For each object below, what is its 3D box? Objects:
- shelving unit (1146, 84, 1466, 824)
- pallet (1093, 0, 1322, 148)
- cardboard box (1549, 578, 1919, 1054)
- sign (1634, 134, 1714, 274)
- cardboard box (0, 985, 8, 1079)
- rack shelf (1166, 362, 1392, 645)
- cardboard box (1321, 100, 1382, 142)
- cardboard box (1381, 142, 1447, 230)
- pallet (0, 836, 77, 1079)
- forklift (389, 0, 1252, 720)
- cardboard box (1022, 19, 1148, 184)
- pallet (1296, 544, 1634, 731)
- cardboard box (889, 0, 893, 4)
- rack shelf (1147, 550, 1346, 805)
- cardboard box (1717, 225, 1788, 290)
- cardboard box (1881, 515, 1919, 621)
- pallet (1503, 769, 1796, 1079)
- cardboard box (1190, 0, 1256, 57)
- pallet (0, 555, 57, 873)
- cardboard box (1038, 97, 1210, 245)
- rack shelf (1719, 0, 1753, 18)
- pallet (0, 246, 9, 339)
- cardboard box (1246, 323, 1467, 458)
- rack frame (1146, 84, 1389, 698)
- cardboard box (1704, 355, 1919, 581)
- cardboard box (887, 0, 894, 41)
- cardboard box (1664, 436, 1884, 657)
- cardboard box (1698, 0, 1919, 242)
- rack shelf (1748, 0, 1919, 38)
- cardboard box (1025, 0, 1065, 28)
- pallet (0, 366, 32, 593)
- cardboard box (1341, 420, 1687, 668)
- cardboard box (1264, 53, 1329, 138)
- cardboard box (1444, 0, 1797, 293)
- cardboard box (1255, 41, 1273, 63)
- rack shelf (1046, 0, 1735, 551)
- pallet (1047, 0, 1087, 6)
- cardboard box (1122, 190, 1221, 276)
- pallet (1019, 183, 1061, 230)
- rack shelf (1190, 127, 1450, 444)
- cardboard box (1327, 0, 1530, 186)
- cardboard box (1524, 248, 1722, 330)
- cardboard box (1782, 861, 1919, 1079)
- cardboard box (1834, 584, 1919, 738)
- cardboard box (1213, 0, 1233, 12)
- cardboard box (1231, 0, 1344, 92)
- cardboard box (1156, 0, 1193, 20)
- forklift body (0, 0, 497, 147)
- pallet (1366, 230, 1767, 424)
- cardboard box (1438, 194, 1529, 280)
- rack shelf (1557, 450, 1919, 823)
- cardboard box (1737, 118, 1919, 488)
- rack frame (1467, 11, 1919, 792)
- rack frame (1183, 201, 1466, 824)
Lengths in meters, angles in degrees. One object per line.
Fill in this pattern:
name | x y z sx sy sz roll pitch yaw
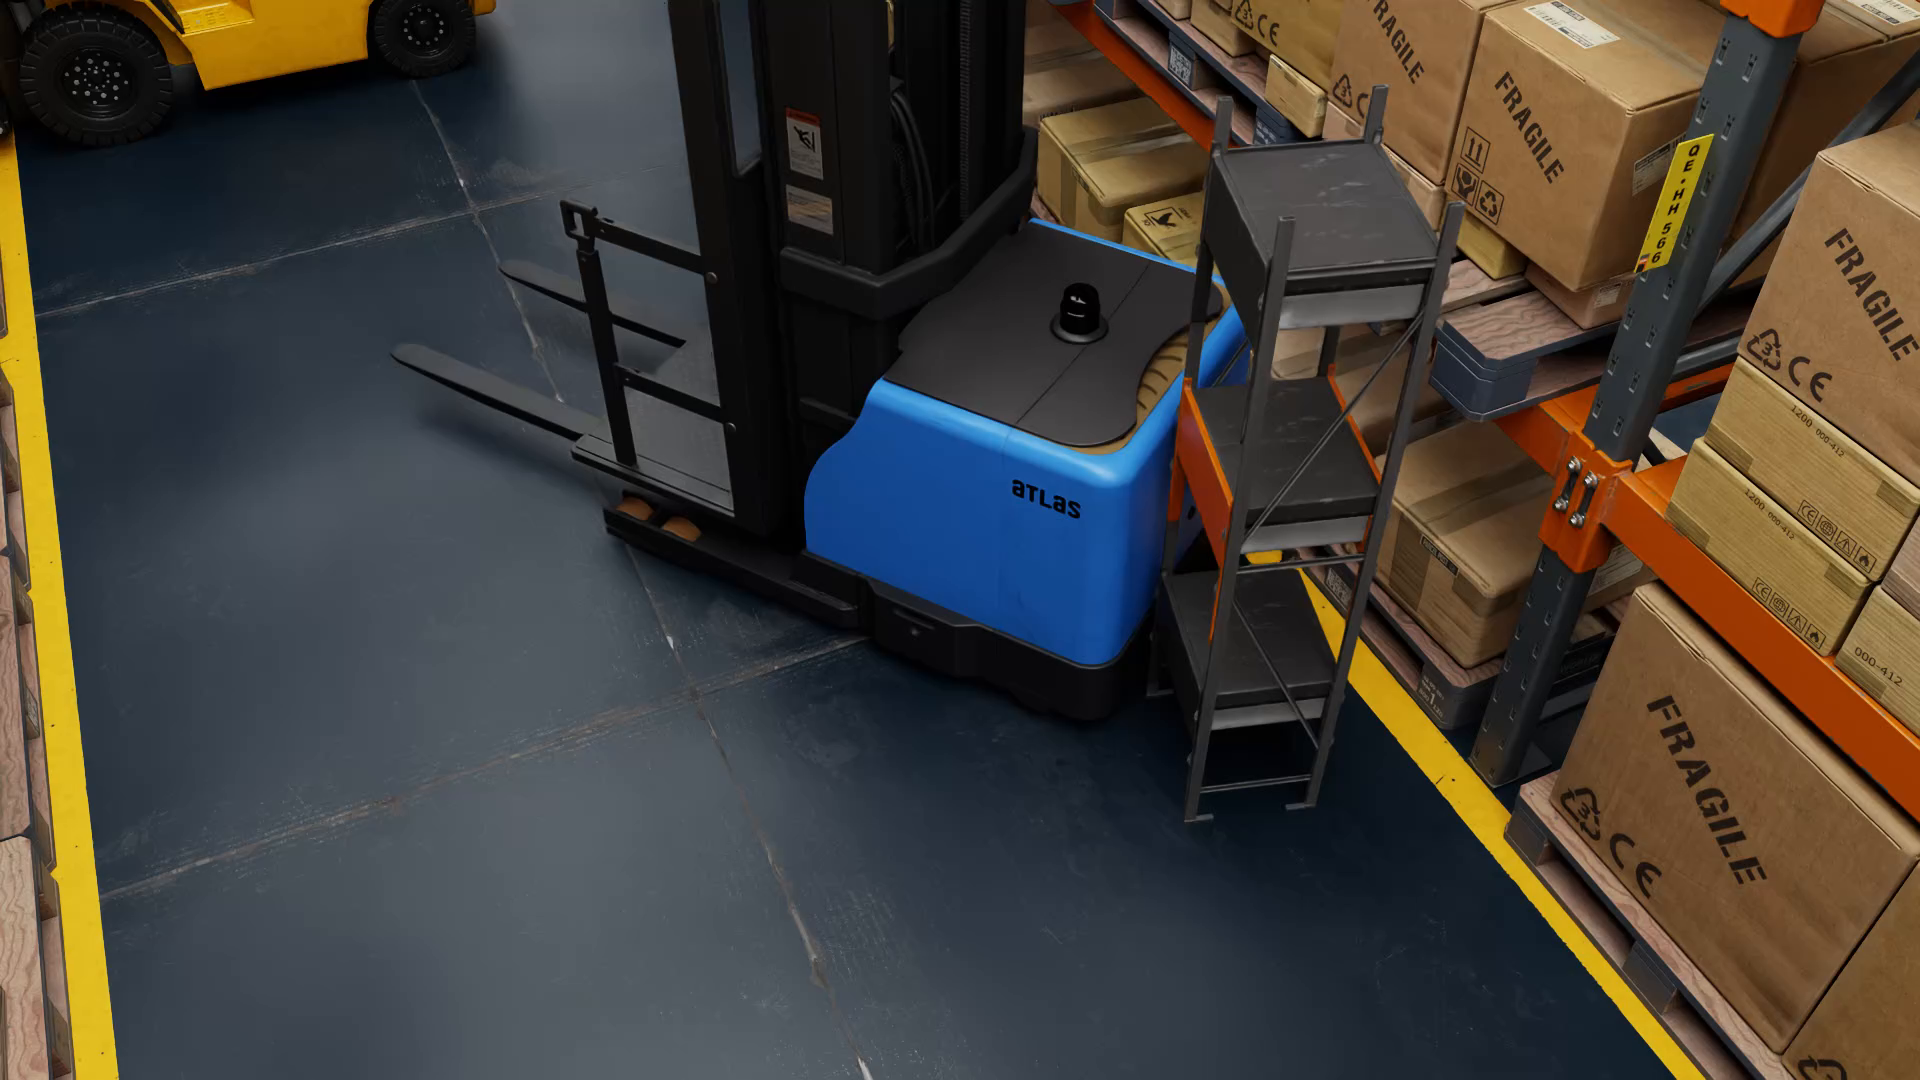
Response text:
shelving unit | 0.821 -0.106 4.363 0.431 2.100 0.503 -6 45 -6
pallet | 1.154 -1.683 5.456 1.003 0.211 1.213 -18 47 -17
cardboard box | 2.239 0.570 4.250 0.875 0.875 0.875 -18 48 -18
sign | 1.535 -0.719 3.575 0.100 0.325 0.005 -18 47 -17
cardboard box | -2.728 1.261 3.728 0.875 0.625 0.625 -17 47 -16
rack shelf | 0.821 -0.096 4.372 0.431 0.518 0.480 -6 45 -6
cardboard box | 1.249 -1.161 4.670 0.380 0.149 0.250 -20 48 -19
cardboard box | 1.347 -0.998 4.505 0.380 0.149 0.250 -18 48 -18
pallet | -2.789 1.423 4.157 1.003 0.211 1.213 -18 47 -17
forklift | -0.628 -1.258 4.938 3.031 2.935 1.130 22 49 21
cardboard box | 0.565 -1.931 7.143 0.950 0.372 0.625 -17 47 -17
pallet | 1.696 -0.007 5.607 1.003 0.211 1.213 -18 47 -17
cardboard box | -0.150 -2.786 7.563 0.500 0.500 0.500 -19 48 -18
rack shelf | 0.821 0.402 4.864 0.431 0.518 0.480 -6 45 -6
cardboard box | 2.056 -0.824 4.329 0.380 0.149 0.250 -21 48 -20
cardboard box | 2.229 0.099 3.264 0.500 0.250 0.500 -17 47 -16
pallet | 2.287 1.016 4.570 1.003 0.211 1.213 -18 47 -17
cardboard box | 0.949 -1.665 5.182 0.380 0.149 0.250 -19 48 -19
pallet | -3.298 0.647 4.944 1.003 0.211 1.213 -18 47 -17
cardboard box | 0.870 -1.474 6.680 0.950 0.372 0.625 -15 47 -15
rack shelf | 1.183 -2.588 4.613 1.077 0.370 4.000 -18 47 -17
pallet | -4.457 -1.109 6.723 1.003 0.211 1.213 -18 47 -17
cardboard box | 1.478 -0.546 5.740 0.950 0.372 0.625 -19 48 -18
rack frame | 0.785 -0.276 4.534 0.400 2.100 0.015 -6 45 -6
cardboard box | 2.013 -0.230 3.599 0.500 0.250 0.500 -18 47 -18
cardboard box | -0.151 -2.519 7.826 0.500 0.250 0.500 -16 47 -16
cardboard box | 2.001 -0.062 3.784 0.500 0.250 0.500 -19 48 -18
cardboard box | 2.044 -1.148 4.195 0.500 0.500 0.500 -19 48 -19
rack shelf | 2.865 -0.039 2.030 1.077 0.370 4.000 -18 47 -17
cardboard box | 0.339 -2.677 7.986 0.500 0.250 0.500 -20 48 -19
pallet | -3.815 -0.132 5.733 1.003 0.211 1.213 -18 47 -17
cardboard box | 1.795 -0.079 5.266 0.950 0.372 0.625 -21 48 -20
cardboard box | 1.120 -1.332 4.844 0.380 0.149 0.250 -17 47 -17
cardboard box | 1.580 -1.000 4.046 0.500 0.500 0.500 -19 48 -19
cardboard box | 1.129 -1.529 5.044 0.380 0.149 0.250 -18 47 -17
rack shelf | 1.183 -1.520 5.667 1.077 0.370 4.000 -18 47 -17
pallet | 0.531 -2.452 6.236 1.003 0.211 1.213 -18 47 -17
cardboard box | 1.164 -1.031 6.232 0.950 0.372 0.625 -17 47 -16
pallet | 0.670 -1.562 7.183 1.003 0.211 1.213 -18 47 -17
rack shelf | 0.821 -0.595 3.880 0.431 0.518 0.480 -6 45 -6
cardboard box | 1.353 -1.326 4.377 0.500 0.500 0.500 -19 48 -18
cardboard box | 1.672 -0.701 4.205 0.380 0.149 0.250 -16 47 -16
cardboard box | 2.610 1.140 3.673 0.875 0.875 0.875 -17 47 -17
cardboard box | 2.233 0.260 3.458 0.500 0.250 0.500 -19 48 -19
cardboard box | 0.911 -1.996 5.055 0.500 0.500 0.500 -20 48 -19
cardboard box | 1.140 -1.648 4.702 0.500 0.500 0.500 -21 48 -20
cardboard box | 0.810 -1.826 5.345 0.380 0.149 0.250 -16 47 -16
forklift body | -3.390 -3.160 7.421 2.313 2.155 1.214 -18 47 -17
pallet | 1.627 -0.856 4.618 1.213 0.211 1.003 -18 47 -17
cardboard box | 1.494 -0.850 4.356 0.380 0.149 0.250 -17 47 -17
rack shelf | 2.865 1.029 3.084 1.077 0.370 4.000 -18 47 -17
cardboard box | 2.009 -0.506 3.345 0.500 0.500 0.500 -20 48 -19
rack frame | 2.024 -0.502 4.123 1.000 3.000 0.127 -18 47 -17
rack frame | 0.857 0.063 4.191 0.400 2.100 0.015 -6 45 -6
